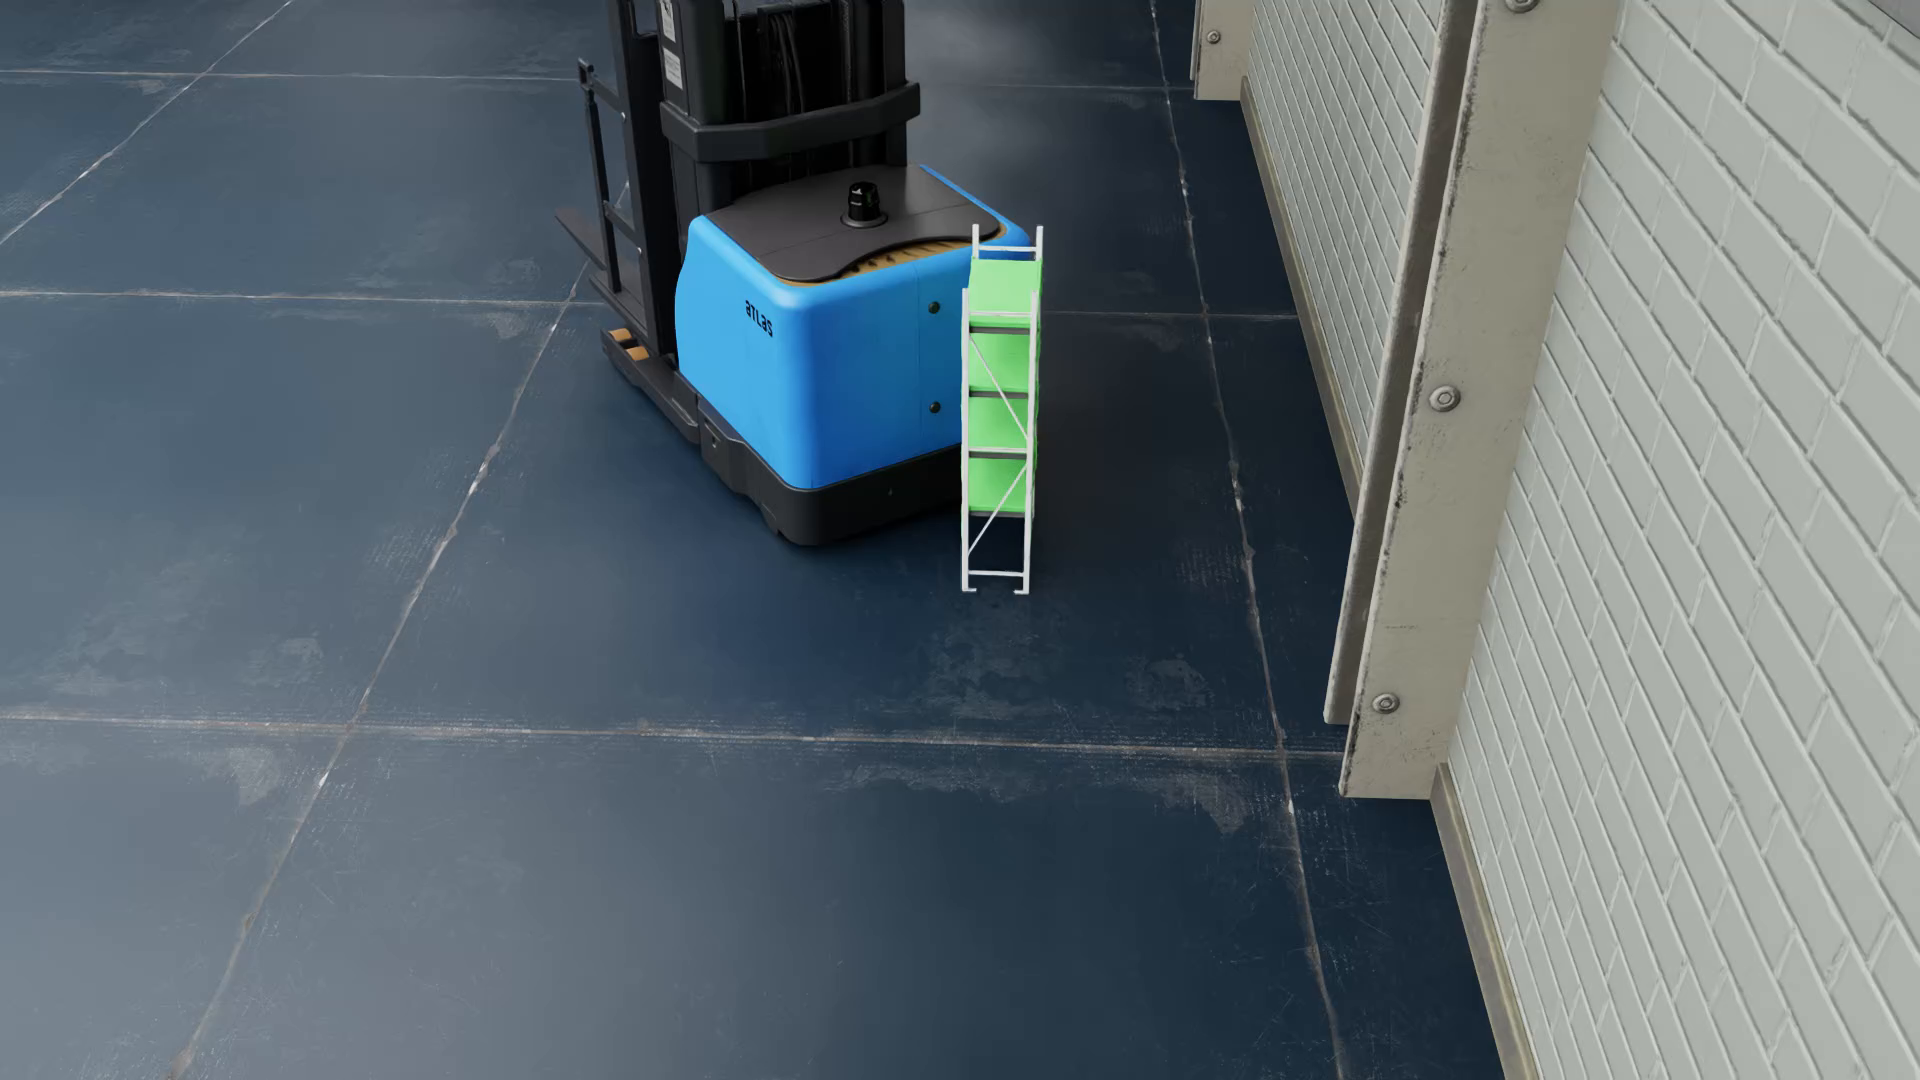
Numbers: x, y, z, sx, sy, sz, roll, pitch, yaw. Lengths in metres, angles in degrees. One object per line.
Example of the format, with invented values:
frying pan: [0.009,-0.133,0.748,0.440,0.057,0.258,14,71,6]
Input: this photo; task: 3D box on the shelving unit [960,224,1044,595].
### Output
shelving unit: [0.146,-0.444,5.838,0.258,1.200,0.503,2,35,3]

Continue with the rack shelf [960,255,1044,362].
rack shelf: [0.146,-0.784,5.599,0.258,0.148,0.480,2,35,3]

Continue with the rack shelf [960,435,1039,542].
rack shelf: [0.146,-0.195,6.013,0.258,0.148,0.480,2,35,3]

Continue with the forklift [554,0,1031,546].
forklift: [-0.922,-1.996,6.541,1.130,2.935,3.031,-19,39,-25]

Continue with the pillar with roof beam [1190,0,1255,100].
pillar with roof beam: [-2.725,-6.548,7.741,9.100,9.000,0.400,1,35,2]

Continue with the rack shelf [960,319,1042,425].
rack shelf: [0.146,-0.588,5.737,0.258,0.148,0.480,2,35,3]

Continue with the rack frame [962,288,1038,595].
rack frame: [0.128,-0.304,5.639,0.240,1.200,0.015,2,35,3]

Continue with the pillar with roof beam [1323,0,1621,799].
pillar with roof beam: [-2.966,-3.101,2.836,9.100,9.000,0.400,1,35,2]

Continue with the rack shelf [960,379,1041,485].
rack shelf: [0.146,-0.391,5.875,0.258,0.148,0.480,2,35,3]

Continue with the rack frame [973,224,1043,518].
rack frame: [0.164,-0.584,6.037,0.240,1.200,0.015,2,35,3]
